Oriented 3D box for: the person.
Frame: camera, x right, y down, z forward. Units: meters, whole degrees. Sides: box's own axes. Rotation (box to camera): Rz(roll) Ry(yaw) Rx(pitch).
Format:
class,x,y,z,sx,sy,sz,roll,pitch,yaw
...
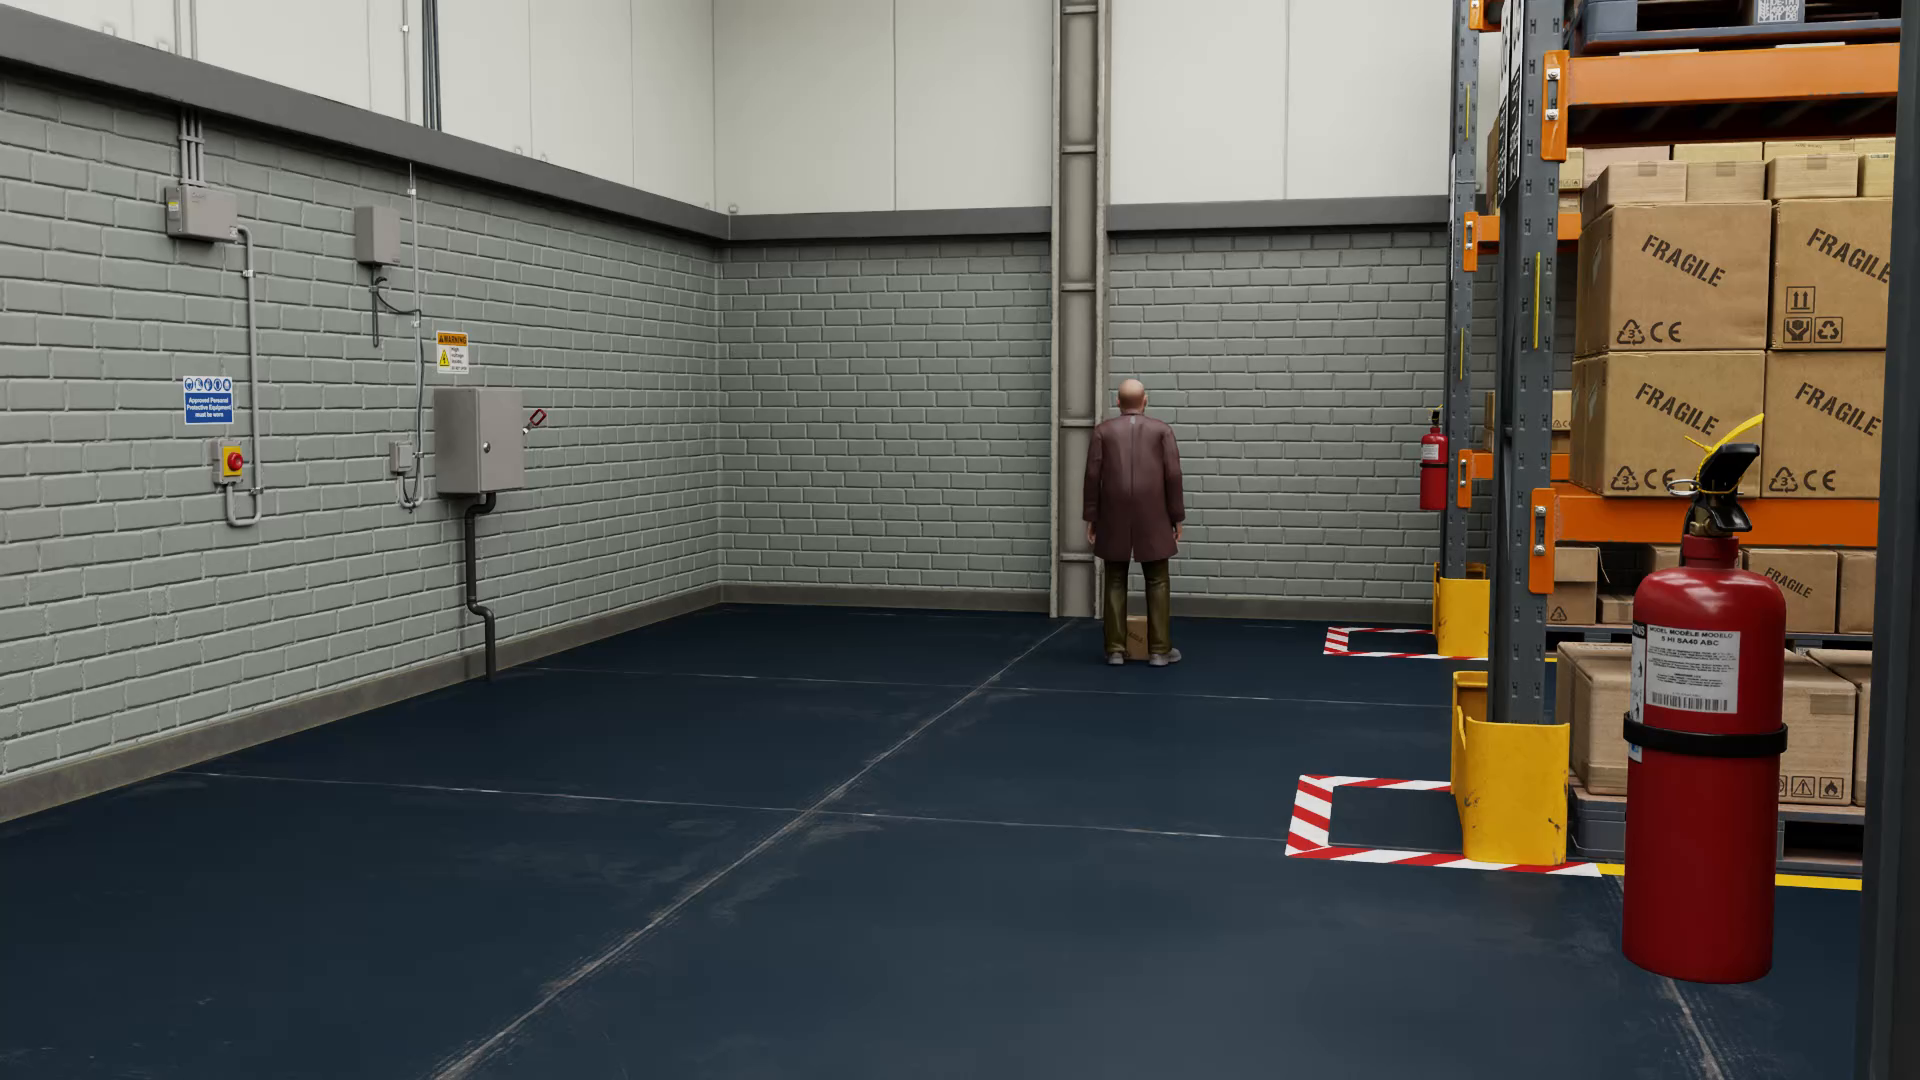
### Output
class,x,y,z,sx,sy,sz,roll,pitch,yaw
person,1.081,-0.016,10.358,0.642,1.575,0.428,1,5,11
